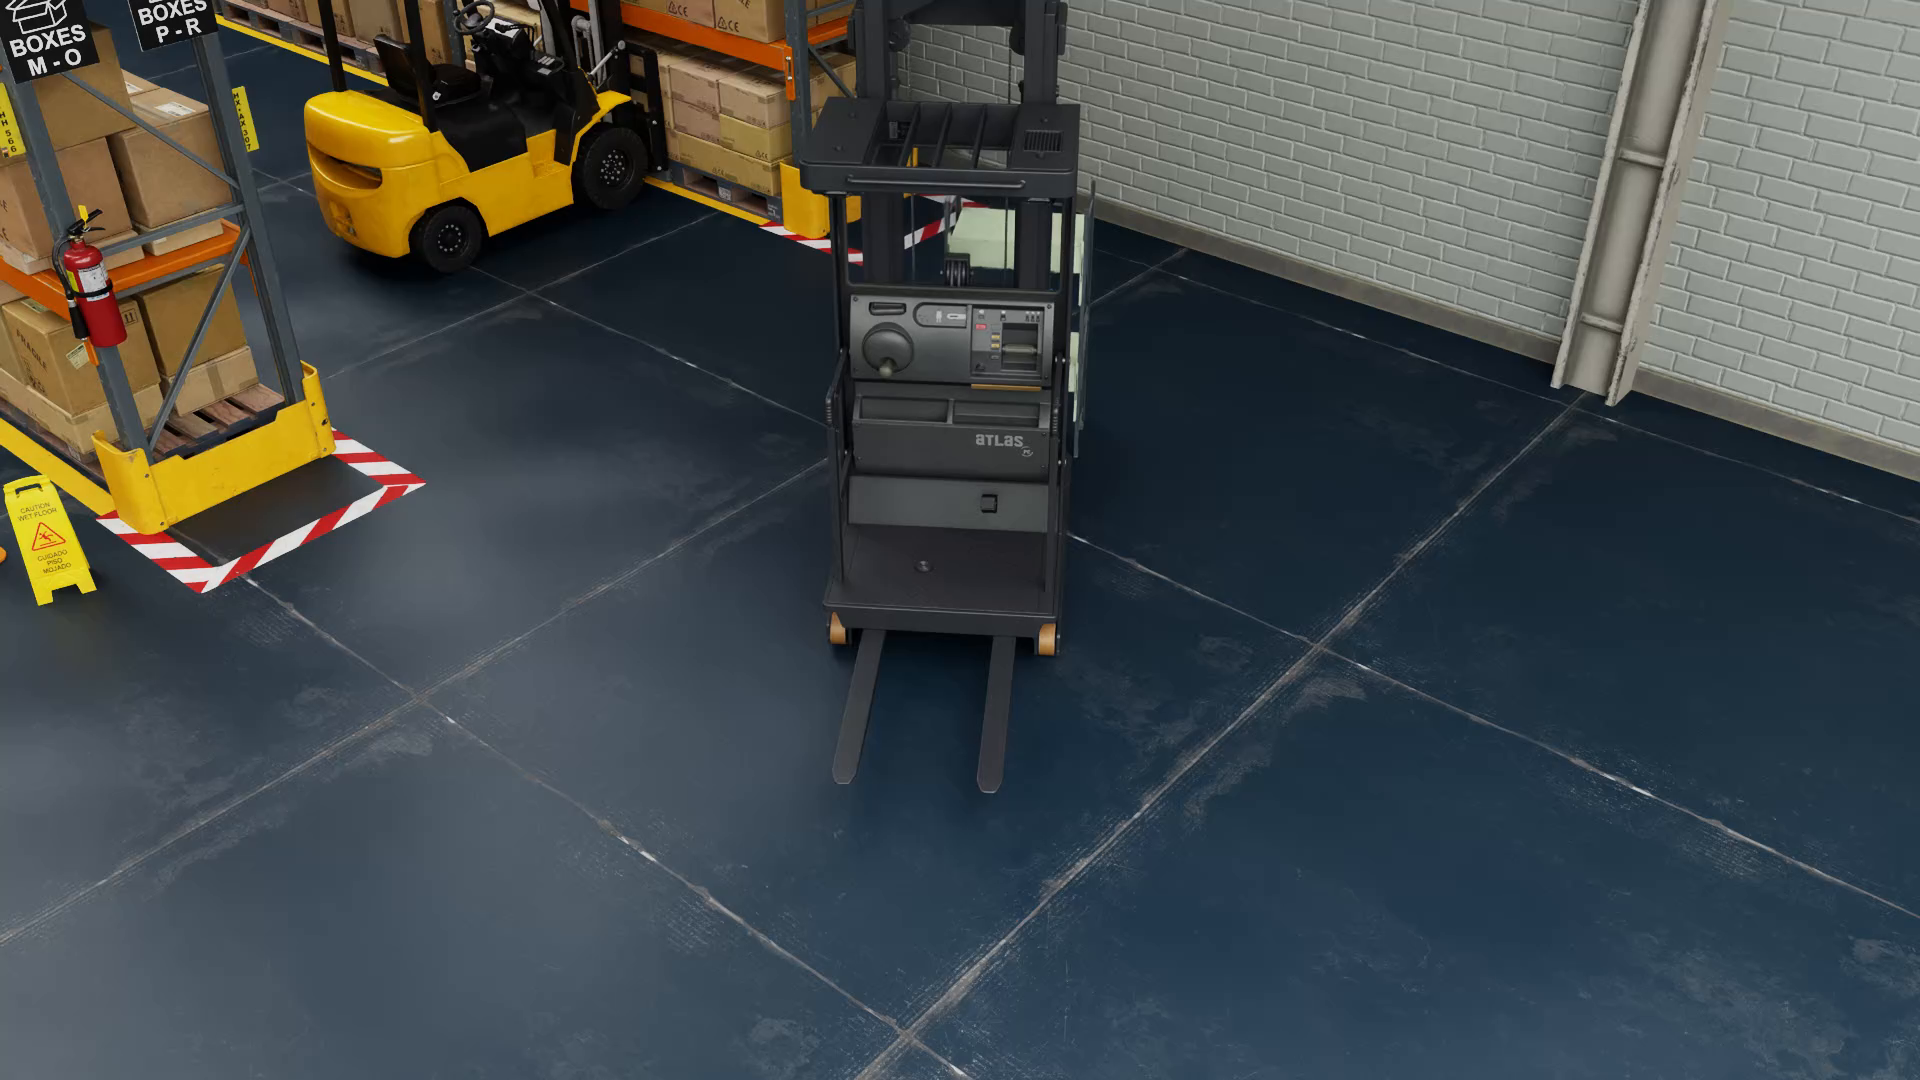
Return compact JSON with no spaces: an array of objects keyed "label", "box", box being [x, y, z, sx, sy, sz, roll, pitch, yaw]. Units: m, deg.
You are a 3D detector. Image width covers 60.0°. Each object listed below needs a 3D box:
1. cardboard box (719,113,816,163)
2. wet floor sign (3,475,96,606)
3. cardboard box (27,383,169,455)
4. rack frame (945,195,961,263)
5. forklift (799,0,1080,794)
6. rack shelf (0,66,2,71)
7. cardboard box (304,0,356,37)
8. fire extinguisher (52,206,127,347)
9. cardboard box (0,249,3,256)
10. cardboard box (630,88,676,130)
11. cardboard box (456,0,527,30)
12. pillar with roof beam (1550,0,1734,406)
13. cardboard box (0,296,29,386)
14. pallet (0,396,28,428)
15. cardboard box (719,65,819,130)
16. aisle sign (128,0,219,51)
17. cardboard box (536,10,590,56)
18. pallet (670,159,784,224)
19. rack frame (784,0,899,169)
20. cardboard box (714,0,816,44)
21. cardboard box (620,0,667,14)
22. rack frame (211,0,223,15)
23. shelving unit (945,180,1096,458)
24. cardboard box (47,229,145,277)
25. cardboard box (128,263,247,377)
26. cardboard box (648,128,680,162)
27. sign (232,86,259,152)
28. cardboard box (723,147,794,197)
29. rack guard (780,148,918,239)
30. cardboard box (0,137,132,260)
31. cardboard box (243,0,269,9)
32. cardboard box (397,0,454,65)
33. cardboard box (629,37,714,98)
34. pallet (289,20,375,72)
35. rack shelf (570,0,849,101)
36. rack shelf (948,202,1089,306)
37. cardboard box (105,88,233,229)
[{"label":"cardboard box","box":[-1.389,-2.984,12.062,0.500,0.250,0.500,25,41,31]},{"label":"wet floor sign","box":[-4.526,-0.032,8.227,0.267,0.644,0.232,-18,38,-25]},{"label":"cardboard box","box":[-4.799,-0.761,9.266,0.500,0.250,0.500,25,42,32]},{"label":"rack frame","box":[-0.038,-1.262,9.263,0.023,1.500,0.400,5,35,7]},{"label":"forklift","box":[-0.055,-0.855,7.405,1.130,2.935,3.031,3,35,4]},{"label":"rack shelf","box":[-5.525,-3.201,8.748,4.000,0.370,1.077,25,42,32]},{"label":"cardboard box","box":[-5.467,-5.081,15.225,0.625,0.625,0.875,23,41,30]},{"label":"fire extinguisher","box":[-4.195,-1.263,8.008,0.183,0.674,0.296,25,42,32]},{"label":"cardboard box","box":[-4.861,-1.621,8.683,0.250,0.149,0.380,24,41,31]},{"label":"cardboard box","box":[-2.177,-3.348,12.592,0.500,0.250,0.500,24,41,31]},{"label":"cardboard box","box":[-3.718,-4.287,13.517,0.500,0.250,0.500,25,41,31]},{"label":"pillar with roof beam","box":[1.084,-2.769,4.833,0.400,9.000,9.100,25,42,32]},{"label":"cardboard box","box":[-5.173,-1.250,9.316,0.500,0.500,0.500,27,43,33]},{"label":"pallet","box":[-5.581,-1.167,10.262,1.213,0.211,1.003,25,42,32]},{"label":"cardboard box","box":[-1.368,-3.181,11.907,0.500,0.250,0.500,27,43,33]},{"label":"aisle sign","box":[-3.742,-2.721,7.766,0.004,0.787,0.394,25,42,32]},{"label":"cardboard box","box":[-2.941,-3.922,12.986,0.500,0.250,0.500,27,43,33]},{"label":"pallet","box":[-1.429,-2.807,12.651,1.213,0.211,1.003,25,42,32]},{"label":"rack frame","box":[-0.815,-3.698,11.485,0.127,3.000,1.000,25,42,32]},{"label":"cardboard box","box":[-1.361,-3.803,11.550,0.500,0.500,0.500,24,41,31]},{"label":"cardboard box","box":[-2.148,-4.180,12.099,0.500,0.500,0.500,24,41,31]},{"label":"rack frame","box":[-6.963,-6.596,15.704,0.127,3.000,1.000,25,42,32]},{"label":"shelving unit","box":[0.324,-1.230,9.216,0.755,1.500,0.431,5,35,7]},{"label":"cardboard box","box":[-4.412,-1.476,8.471,0.250,0.149,0.380,27,43,33]},{"label":"cardboard box","box":[-4.449,-1.307,9.398,0.500,0.500,0.500,24,41,30]},{"label":"cardboard box","box":[-2.133,-3.140,12.730,0.500,0.250,0.500,26,42,32]},{"label":"sign","box":[-3.641,-2.130,8.437,0.005,0.325,0.100,25,42,32]},{"label":"cardboard box","box":[-1.378,-2.770,12.192,0.500,0.250,0.500,26,42,32]},{"label":"rack guard","box":[-0.796,-2.659,12.180,0.348,0.500,1.175,25,42,32]},{"label":"cardboard box","box":[-4.581,-1.777,8.337,0.500,0.500,0.500,24,41,31]},{"label":"cardboard box","box":[-6.492,-5.558,15.920,0.625,0.625,0.875,27,43,33]},{"label":"cardboard box","box":[-4.297,-4.525,14.416,0.625,0.625,0.875,27,43,34]},{"label":"cardboard box","box":[-2.158,-3.542,12.432,0.500,0.250,0.500,26,42,32]},{"label":"pallet","box":[-5.422,-4.689,15.391,1.213,0.211,1.003,25,42,32]},{"label":"rack shelf","box":[-2.352,-4.126,12.743,4.000,0.370,1.077,25,42,32]},{"label":"rack shelf","box":[0.324,-1.551,8.995,0.720,0.370,0.431,5,35,7]},{"label":"cardboard box","box":[-4.174,-1.993,8.651,0.500,0.500,0.500,25,41,31]}]
